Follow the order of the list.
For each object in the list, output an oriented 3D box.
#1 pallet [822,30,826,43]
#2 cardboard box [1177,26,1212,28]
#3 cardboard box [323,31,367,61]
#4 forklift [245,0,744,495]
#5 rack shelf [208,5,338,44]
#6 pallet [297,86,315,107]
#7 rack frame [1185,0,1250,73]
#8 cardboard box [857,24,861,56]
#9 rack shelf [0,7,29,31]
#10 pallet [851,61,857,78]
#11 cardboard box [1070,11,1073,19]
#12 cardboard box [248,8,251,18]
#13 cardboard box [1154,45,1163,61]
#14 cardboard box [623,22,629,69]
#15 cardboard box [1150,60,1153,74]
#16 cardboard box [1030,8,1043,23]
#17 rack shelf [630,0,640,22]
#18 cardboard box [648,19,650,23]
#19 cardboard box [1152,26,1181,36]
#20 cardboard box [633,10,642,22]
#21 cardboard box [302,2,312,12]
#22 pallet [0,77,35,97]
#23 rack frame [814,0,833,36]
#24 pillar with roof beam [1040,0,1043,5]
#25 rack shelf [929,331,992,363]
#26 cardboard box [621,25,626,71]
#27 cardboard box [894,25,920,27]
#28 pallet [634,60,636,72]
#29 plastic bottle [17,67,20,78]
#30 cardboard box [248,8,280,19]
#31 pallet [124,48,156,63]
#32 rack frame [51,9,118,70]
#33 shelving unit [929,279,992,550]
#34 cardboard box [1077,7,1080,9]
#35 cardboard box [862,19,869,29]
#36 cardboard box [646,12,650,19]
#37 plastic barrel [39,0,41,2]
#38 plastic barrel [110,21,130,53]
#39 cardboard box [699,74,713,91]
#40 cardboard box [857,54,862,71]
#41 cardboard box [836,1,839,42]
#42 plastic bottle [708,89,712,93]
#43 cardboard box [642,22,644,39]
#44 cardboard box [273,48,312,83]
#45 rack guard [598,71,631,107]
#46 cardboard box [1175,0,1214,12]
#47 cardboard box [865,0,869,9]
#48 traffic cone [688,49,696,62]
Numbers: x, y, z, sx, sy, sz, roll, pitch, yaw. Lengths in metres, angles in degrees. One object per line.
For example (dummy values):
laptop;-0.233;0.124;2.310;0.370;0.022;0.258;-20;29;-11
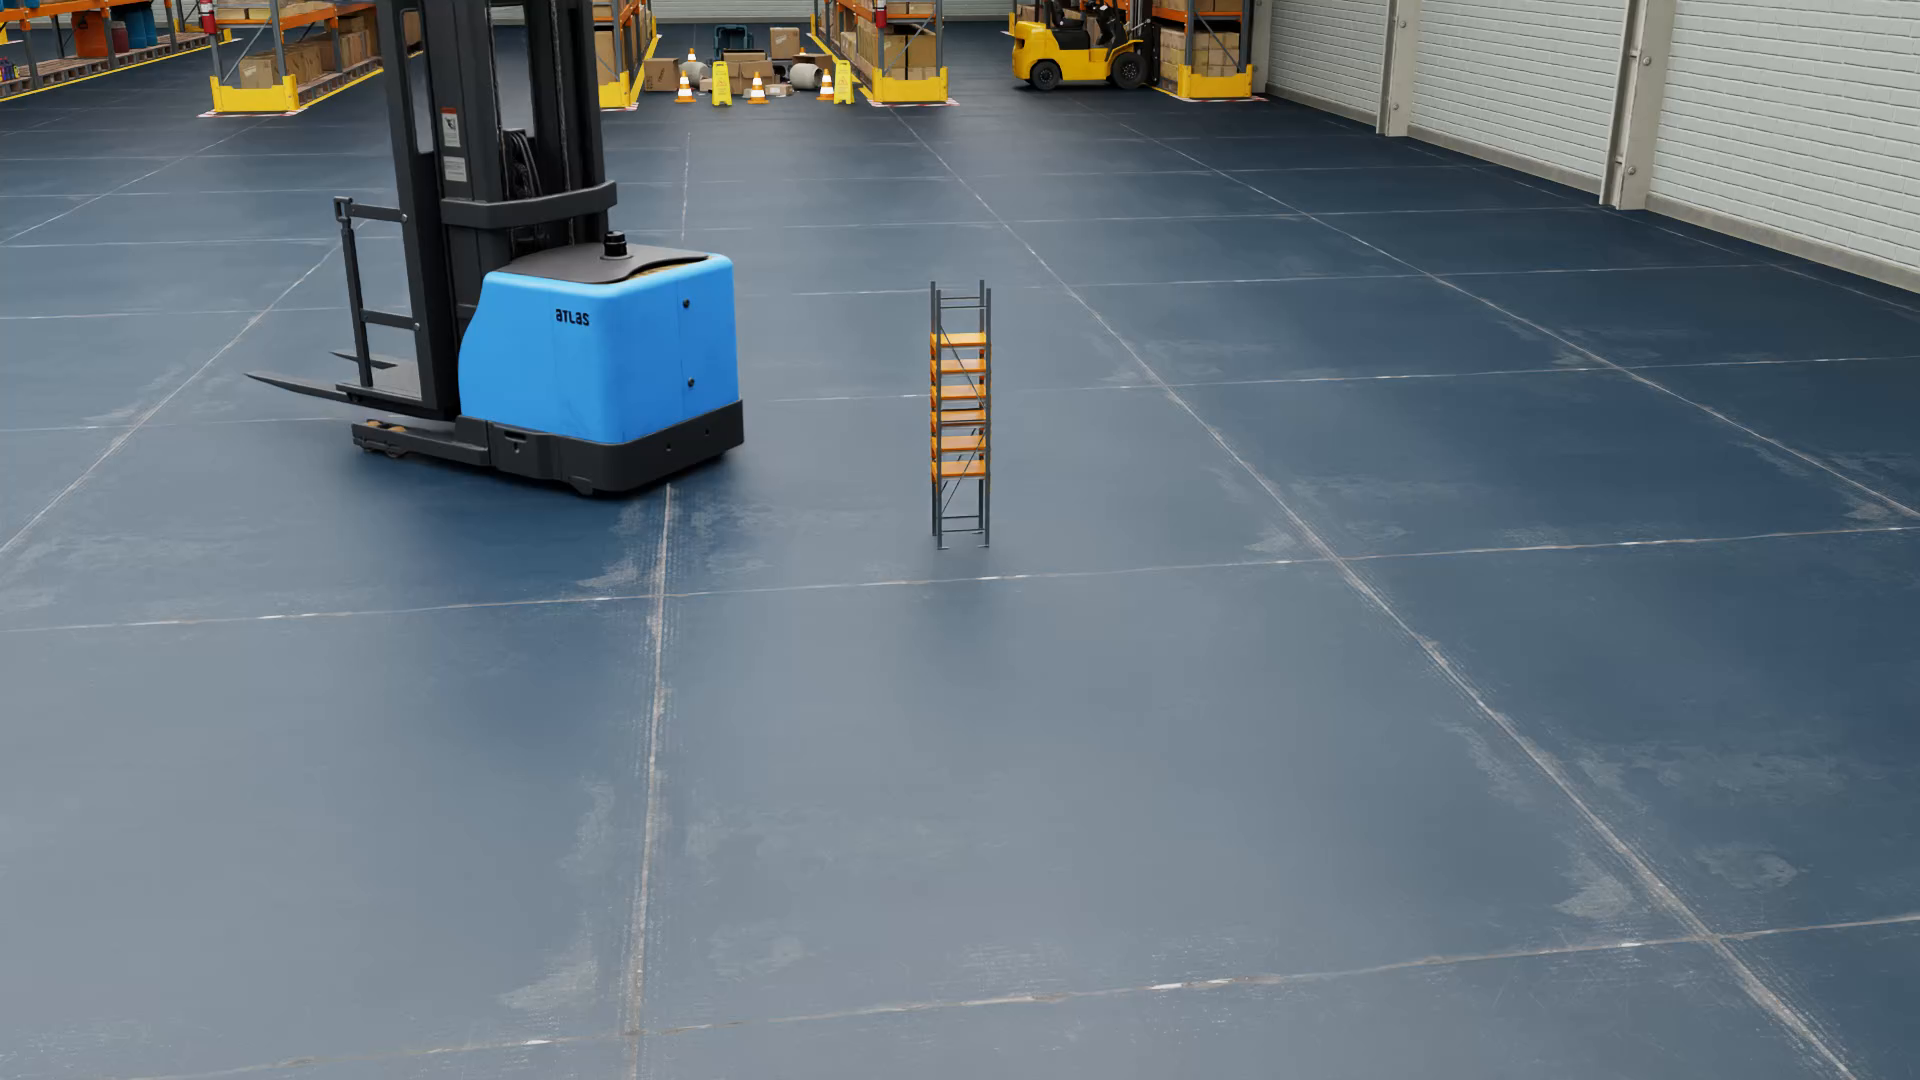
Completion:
pallet;-2.723;-11.910;39.303;1.003;0.211;1.213;-3;21;-8
cardboard box;4.043;-8.700;28.623;0.500;0.250;0.500;-3;21;-9
cardboard box;-11.533;-9.254;31.149;0.700;0.500;0.500;-5;21;-12
forklift;-2.686;-1.958;8.770;3.031;2.935;1.130;12;24;29
rack shelf;-10.877;-8.227;26.483;1.077;0.370;4.000;-3;21;-8
pallet;-10.682;-6.874;25.820;1.003;0.211;1.213;-3;21;-8
rack frame;4.129;-8.623;26.515;1.000;3.000;0.127;-3;21;-8
cardboard box;-1.541;-8.798;29.243;0.500;0.500;0.500;-2;21;-5
rack shelf;-15.778;-7.977;25.814;1.077;0.370;4.000;-3;21;-8
pallet;-1.472;-8.719;30.759;1.003;0.211;1.213;-3;21;-8
cardboard box;2.560;-11.247;35.586;0.380;0.149;0.250;-3;21;-9
cardboard box;-10.869;-7.928;25.016;0.380;0.149;0.250;-3;21;-8
cardboard box;3.593;-8.270;28.187;0.500;0.250;0.500;-3;21;-9
cardboard box;-6.421;-8.824;29.671;1.050;0.750;0.750;-3;21;-8
cardboard box;3.526;-8.203;28.722;0.500;0.250;0.500;-2;21;-6
cardboard box;2.052;-12.314;39.372;0.700;0.500;0.500;-4;21;-10
rack shelf;-6.531;-9.827;30.767;1.077;0.370;4.000;-3;21;-8
cardboard box;-7.450;-12.100;38.874;0.380;0.149;0.250;-3;21;-7
cardboard box;3.527;-8.670;28.543;0.500;0.250;0.500;-3;21;-9
cardboard box;-6.752;-10.660;33.870;0.500;0.250;0.500;-3;21;-8
cardboard box;-10.642;-8.559;26.703;0.380;0.149;0.250;-3;21;-8
pallet;-16.011;-7.465;27.402;1.003;0.211;1.213;-3;21;-8
rack frame;-3.089;-13.911;40.674;1.000;3.000;0.127;-3;21;-8
pillar with roof beam;-1.934;-17.735;42.338;9.100;9.000;0.400;-3;21;-8
rack shelf;0.002;-0.853;7.382;0.258;0.103;0.180;-3;21;-8
cardboard box;-6.221;-8.451;28.493;0.875;0.875;0.875;-3;21;-7
cardboard box;-0.933;-8.649;28.843;0.500;0.500;0.500;-3;21;-7
pallet;-6.607;-8.852;31.114;1.003;0.211;1.213;-3;21;-8
plastic bottle;-15.706;-7.792;27.661;0.097;0.201;0.097;0;20;0
cardboard box;-10.394;-7.864;24.844;0.380;0.149;0.250;-3;21;-8
pallet;-16.971;-9.777;33.592;1.003;0.211;1.213;-3;21;-8
rack frame;-16.643;-10.391;31.251;1.000;3.000;0.127;-3;21;-8
shelving unit;0.002;-0.557;7.493;0.258;1.200;0.189;-3;21;-8
cardboard box;2.824;-11.820;37.120;0.380;0.149;0.250;-3;21;-7
cardboard box;-1.465;-8.785;28.280;0.380;0.149;0.250;-2;21;-5
cardboard box;-7.434;-12.239;38.823;0.380;0.149;0.250;-2;21;-6
plastic barrel;-15.987;-9.412;28.435;0.433;0.535;0.433;0;20;0
plastic barrel;-16.893;-10.018;33.097;0.600;0.588;0.708;-3;21;-8
cardboard box;-4.172;-7.688;27.921;0.396;0.266;0.258;1;20;2
cardboard box;-1.541;-8.447;29.374;0.500;0.250;0.500;-4;21;-10
cardboard box;-2.205;-11.204;35.864;0.875;0.875;0.875;-2;21;-6
plastic bottle;-4.088;-7.439;27.545;0.133;0.061;0.283;-11;23;-26
cardboard box;-6.823;-10.491;34.490;0.500;0.500;0.500;-3;21;-9
cardboard box;-10.890;-7.732;27.104;0.500;0.500;0.500;-5;21;-13
rack guard;-5.662;-6.907;25.495;1.175;0.500;0.348;-3;21;-8
cardboard box;3.798;-8.827;26.919;0.500;0.500;0.500;-3;21;-9
cardboard box;-1.392;-8.984;27.841;0.380;0.149;0.250;-3;21;-8
traffic cone;-4.942;-8.823;30.678;0.336;0.463;0.334;-3;21;-8
